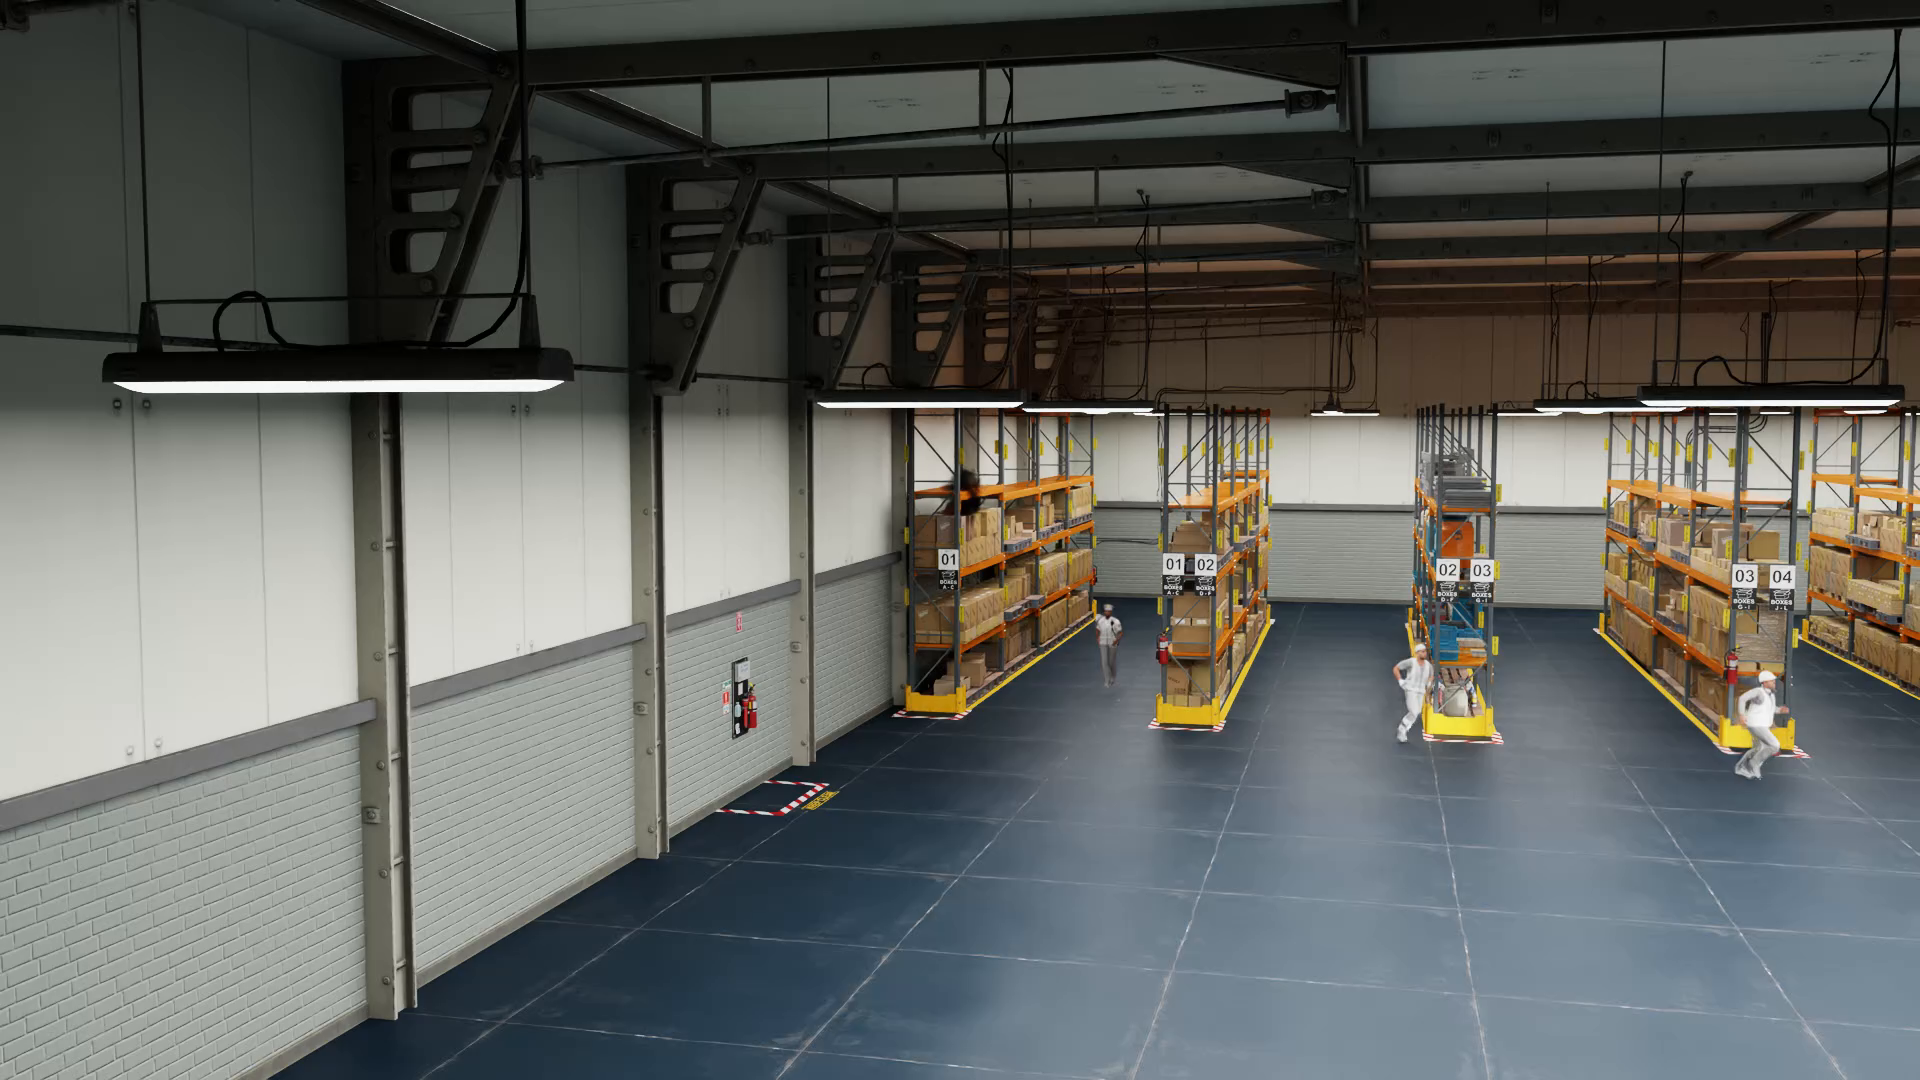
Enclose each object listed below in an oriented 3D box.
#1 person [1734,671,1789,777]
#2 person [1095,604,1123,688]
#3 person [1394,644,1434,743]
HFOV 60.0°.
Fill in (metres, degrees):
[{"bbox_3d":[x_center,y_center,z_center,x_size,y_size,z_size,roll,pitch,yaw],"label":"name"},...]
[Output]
[{"bbox_3d":[12.675,2.924,26.287,0.690,1.723,0.766,-4,6,-42],"label":"person"},{"bbox_3d":[3.026,2.142,33.909,0.590,1.692,0.672,1,4,15],"label":"person"},{"bbox_3d":[8.071,2.704,29.387,0.691,1.732,0.591,-2,4,-22],"label":"person"}]
